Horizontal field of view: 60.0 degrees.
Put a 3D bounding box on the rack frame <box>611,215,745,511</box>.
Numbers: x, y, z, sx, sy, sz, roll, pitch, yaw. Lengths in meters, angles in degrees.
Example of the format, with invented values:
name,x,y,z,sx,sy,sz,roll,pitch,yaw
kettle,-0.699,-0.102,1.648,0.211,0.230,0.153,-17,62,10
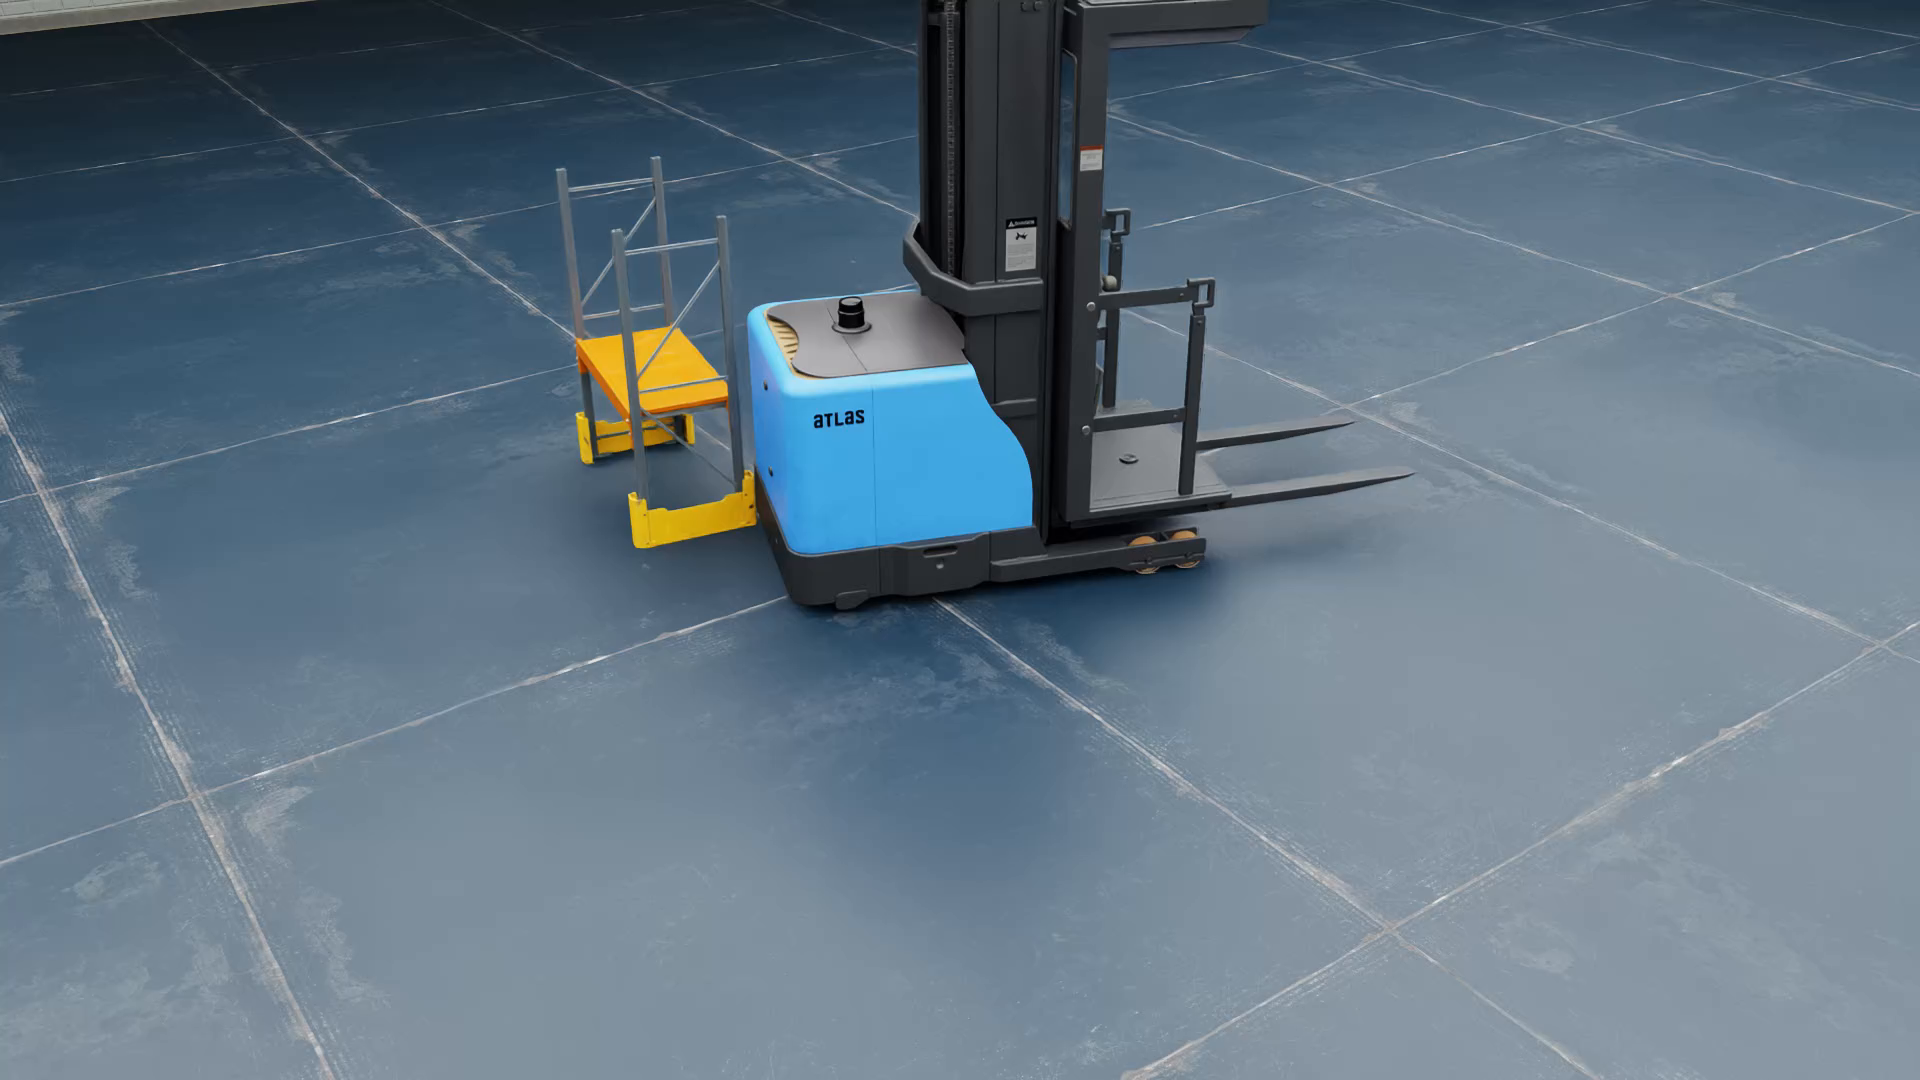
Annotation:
name,x,y,z,sx,sy,sz,roll,pitch,yaw
rack frame,-1.240,-0.691,7.452,0.500,1.500,0.032,-13,31,-22

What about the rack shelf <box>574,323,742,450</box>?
name,x,y,z,sx,sy,sz,roll,pitch,yaw
rack shelf,-1.455,-0.753,7.942,0.538,0.185,1.000,-13,31,-22

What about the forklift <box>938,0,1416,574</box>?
name,x,y,z,sx,sy,sz,roll,pitch,yaw
forklift,0.613,-1.368,7.197,3.031,2.935,1.121,-8,29,-14

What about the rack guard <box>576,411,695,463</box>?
name,x,y,z,sx,sy,sz,roll,pitch,yaw
rack guard,-1.662,-0.573,8.544,0.587,0.250,0.087,-13,31,-22

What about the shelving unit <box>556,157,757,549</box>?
name,x,y,z,sx,sy,sz,roll,pitch,yaw
shelving unit,-1.451,-0.907,7.849,0.587,1.500,1.083,-13,31,-22

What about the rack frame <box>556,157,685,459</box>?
name,x,y,z,sx,sy,sz,roll,pitch,yaw
rack frame,-1.670,-1.131,8.261,0.500,1.500,0.032,-13,31,-22

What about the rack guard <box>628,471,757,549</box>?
name,x,y,z,sx,sy,sz,roll,pitch,yaw
rack guard,-1.240,-0.143,7.751,0.587,0.250,0.087,-13,31,-22
